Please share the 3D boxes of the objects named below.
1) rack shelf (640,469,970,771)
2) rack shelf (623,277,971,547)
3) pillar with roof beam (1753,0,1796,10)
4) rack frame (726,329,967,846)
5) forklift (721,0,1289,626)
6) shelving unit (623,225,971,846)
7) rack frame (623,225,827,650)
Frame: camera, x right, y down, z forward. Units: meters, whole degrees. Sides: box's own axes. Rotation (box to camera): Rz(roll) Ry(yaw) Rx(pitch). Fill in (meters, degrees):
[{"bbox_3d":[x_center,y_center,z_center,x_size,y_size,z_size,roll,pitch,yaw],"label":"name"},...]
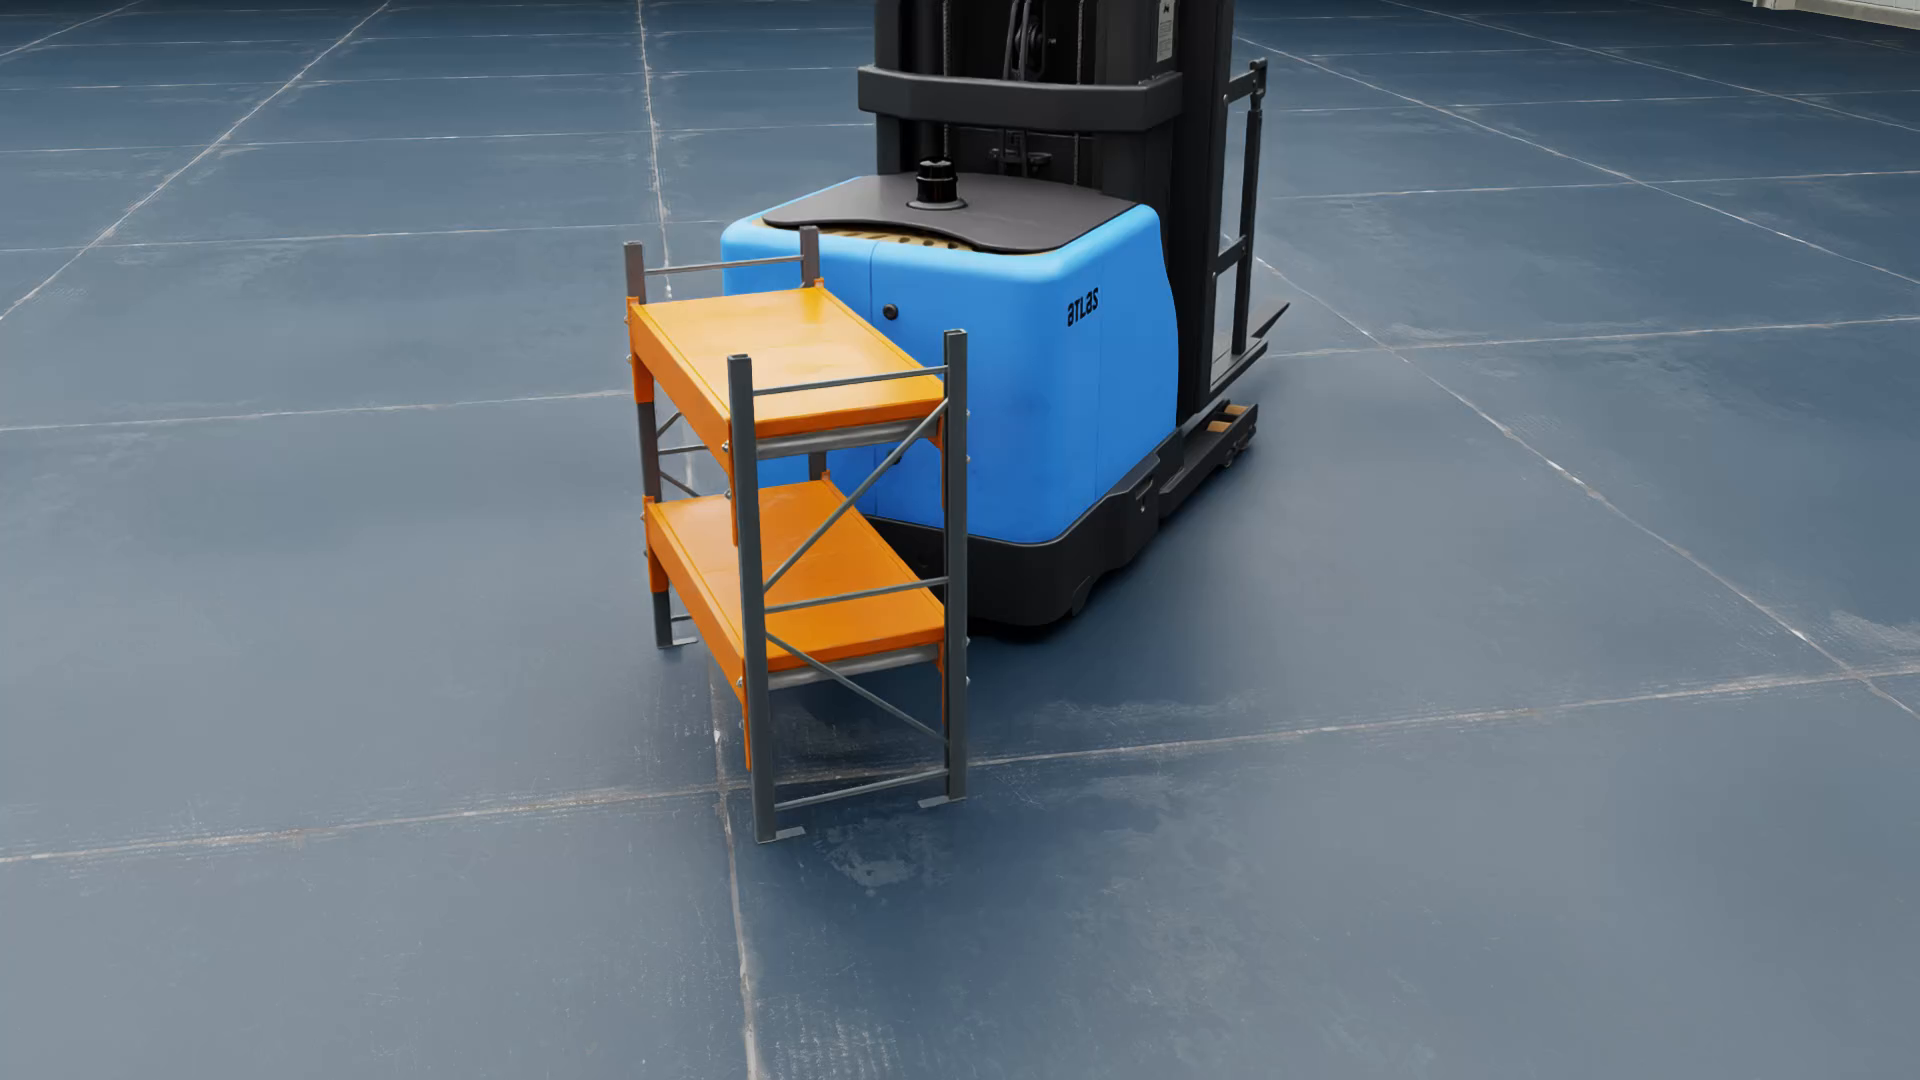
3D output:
[{"bbox_3d":[-0.412,0.156,4.098,0.538,0.278,1.000,-9,25,-20],"label":"rack shelf"},{"bbox_3d":[-0.412,-0.336,3.883,0.538,0.278,1.000,-9,25,-20],"label":"rack shelf"},{"bbox_3d":[5.395,-10.096,17.123,9.100,9.000,0.400,-4,24,-10],"label":"pillar with roof beam"},{"bbox_3d":[-0.222,0.121,3.568,0.500,1.125,0.032,-9,25,-20],"label":"rack frame"},{"bbox_3d":[0.422,-1.664,5.398,1.130,2.935,3.031,11,26,24],"label":"forklift"},{"bbox_3d":[-0.412,-0.068,4.000,0.538,1.125,1.048,-9,25,-20],"label":"shelving unit"},{"bbox_3d":[-0.602,-0.257,4.432,0.500,1.125,0.032,-9,25,-20],"label":"rack frame"}]
